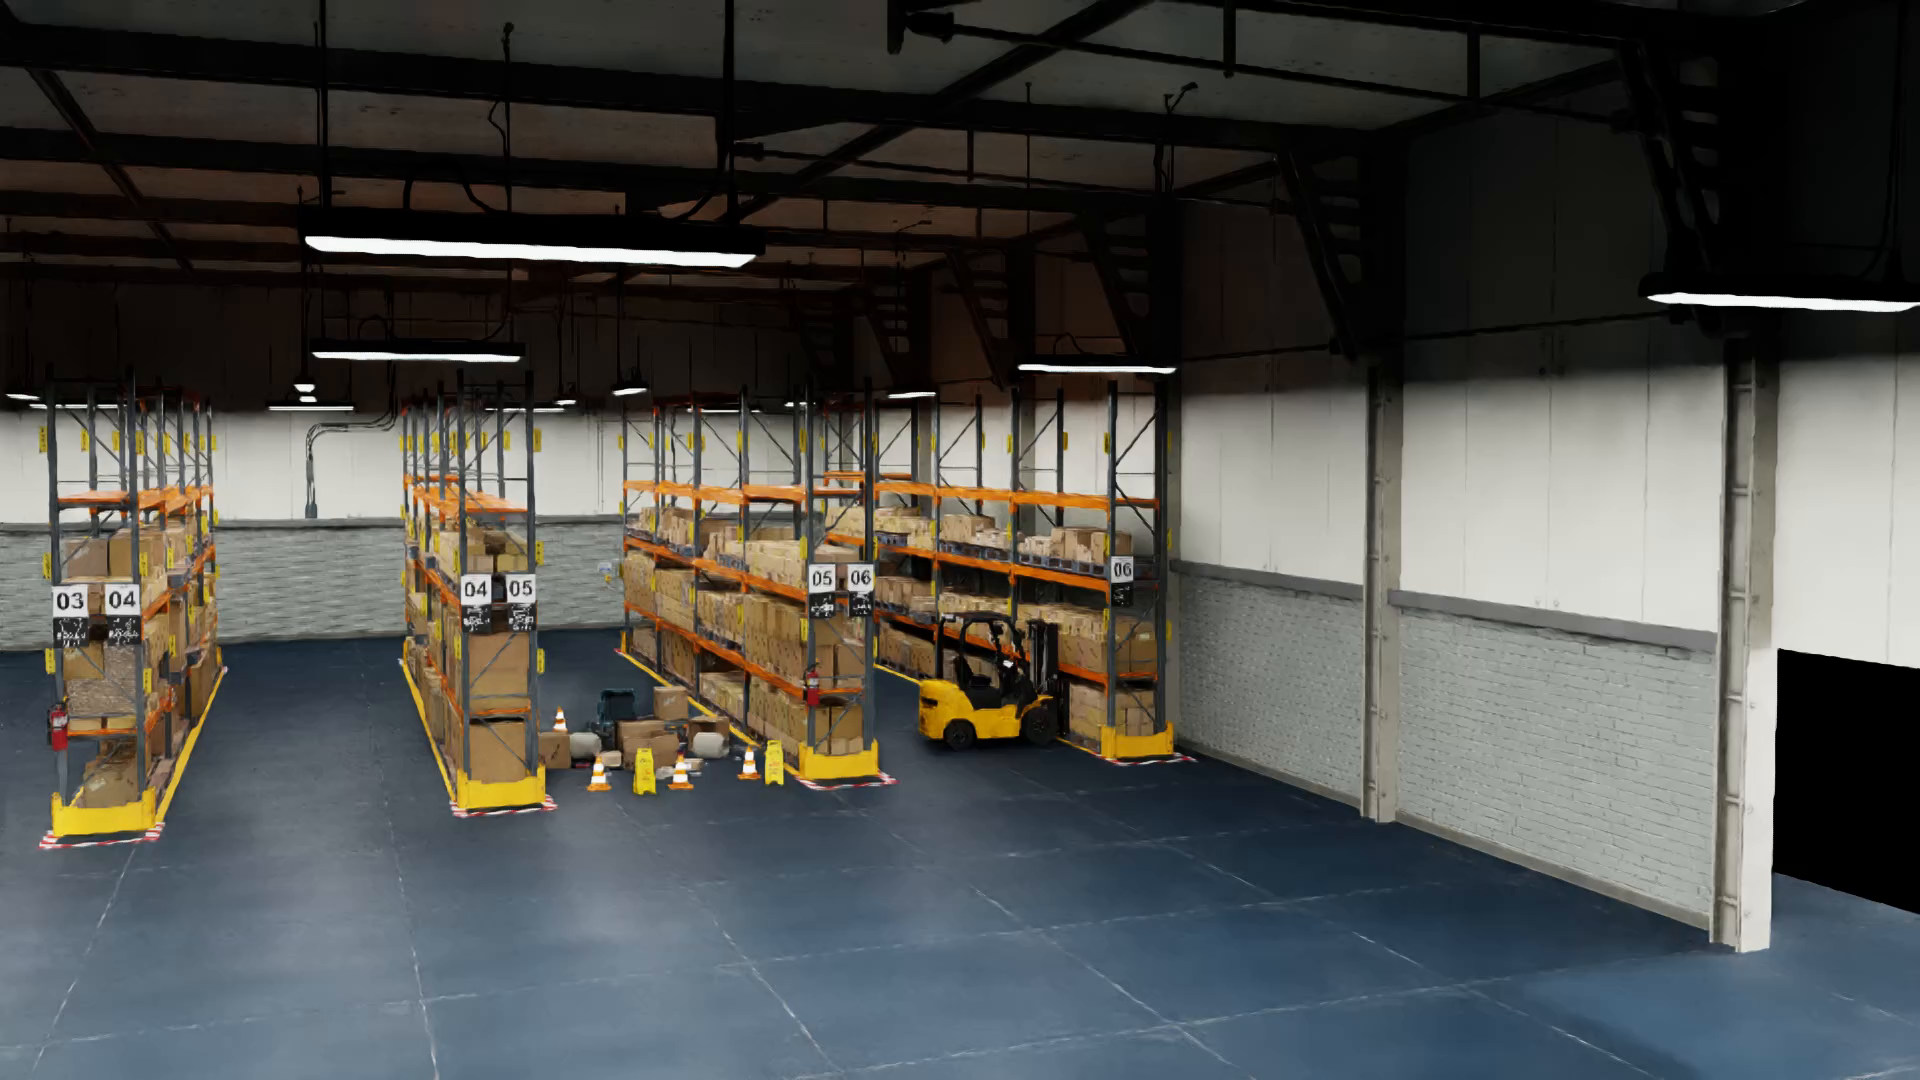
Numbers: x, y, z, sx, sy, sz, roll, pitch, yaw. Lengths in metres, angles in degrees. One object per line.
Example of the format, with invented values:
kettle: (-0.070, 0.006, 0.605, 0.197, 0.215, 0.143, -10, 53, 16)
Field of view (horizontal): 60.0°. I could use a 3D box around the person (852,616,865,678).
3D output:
person: (-2.180, 2.079, 35.470, 0.583, 1.665, 0.560, 0, 3, -1)
